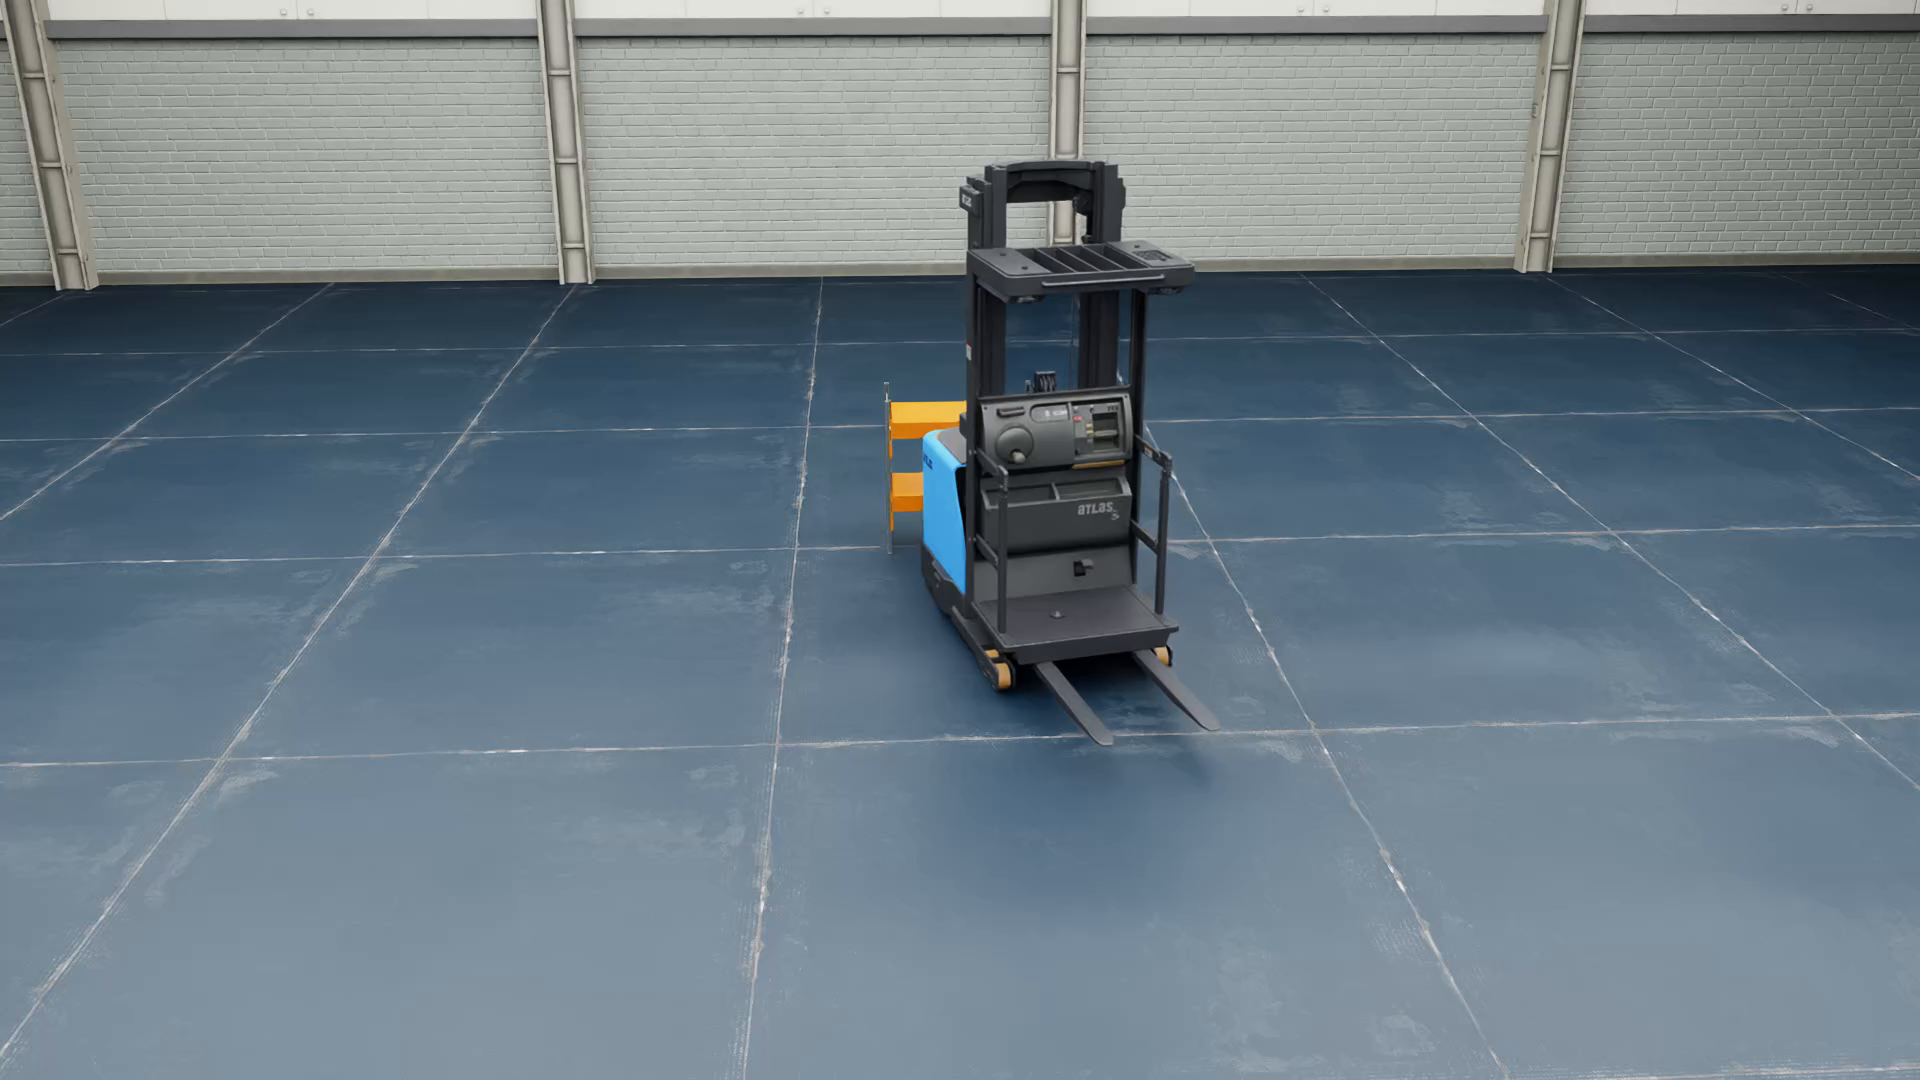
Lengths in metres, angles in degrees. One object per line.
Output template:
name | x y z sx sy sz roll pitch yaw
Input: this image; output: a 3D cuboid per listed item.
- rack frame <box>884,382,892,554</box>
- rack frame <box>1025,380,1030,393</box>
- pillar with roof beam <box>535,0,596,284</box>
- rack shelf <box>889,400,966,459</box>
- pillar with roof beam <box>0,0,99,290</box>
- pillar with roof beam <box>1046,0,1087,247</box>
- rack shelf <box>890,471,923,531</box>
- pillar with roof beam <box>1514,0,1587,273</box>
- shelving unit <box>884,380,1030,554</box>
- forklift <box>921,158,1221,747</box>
rack frame | -0.514 -0.515 11.893 0.032 1.125 0.500 -1 21 -3
rack frame | 0.501 -0.536 11.948 0.032 1.125 0.500 -1 21 -3
pillar with roof beam | -4.461 -5.863 14.874 0.400 9.000 9.100 -1 21 -3
rack shelf | -0.007 -0.799 11.816 1.000 0.278 0.538 -1 21 -3
pillar with roof beam | -10.451 -5.741 14.554 0.400 9.000 9.100 -1 21 -3
pillar with roof beam | 1.529 -5.985 15.194 0.400 9.000 9.100 -1 21 -3
rack shelf | -0.007 -0.297 12.007 1.000 0.278 0.538 -1 21 -3
pillar with roof beam | 7.519 -6.107 15.514 0.400 9.000 9.100 -1 21 -3
shelving unit | -0.007 -0.526 11.920 1.048 1.125 0.538 -1 21 -3
forklift | 0.642 -0.638 9.676 1.130 2.935 3.031 -6 22 -15
